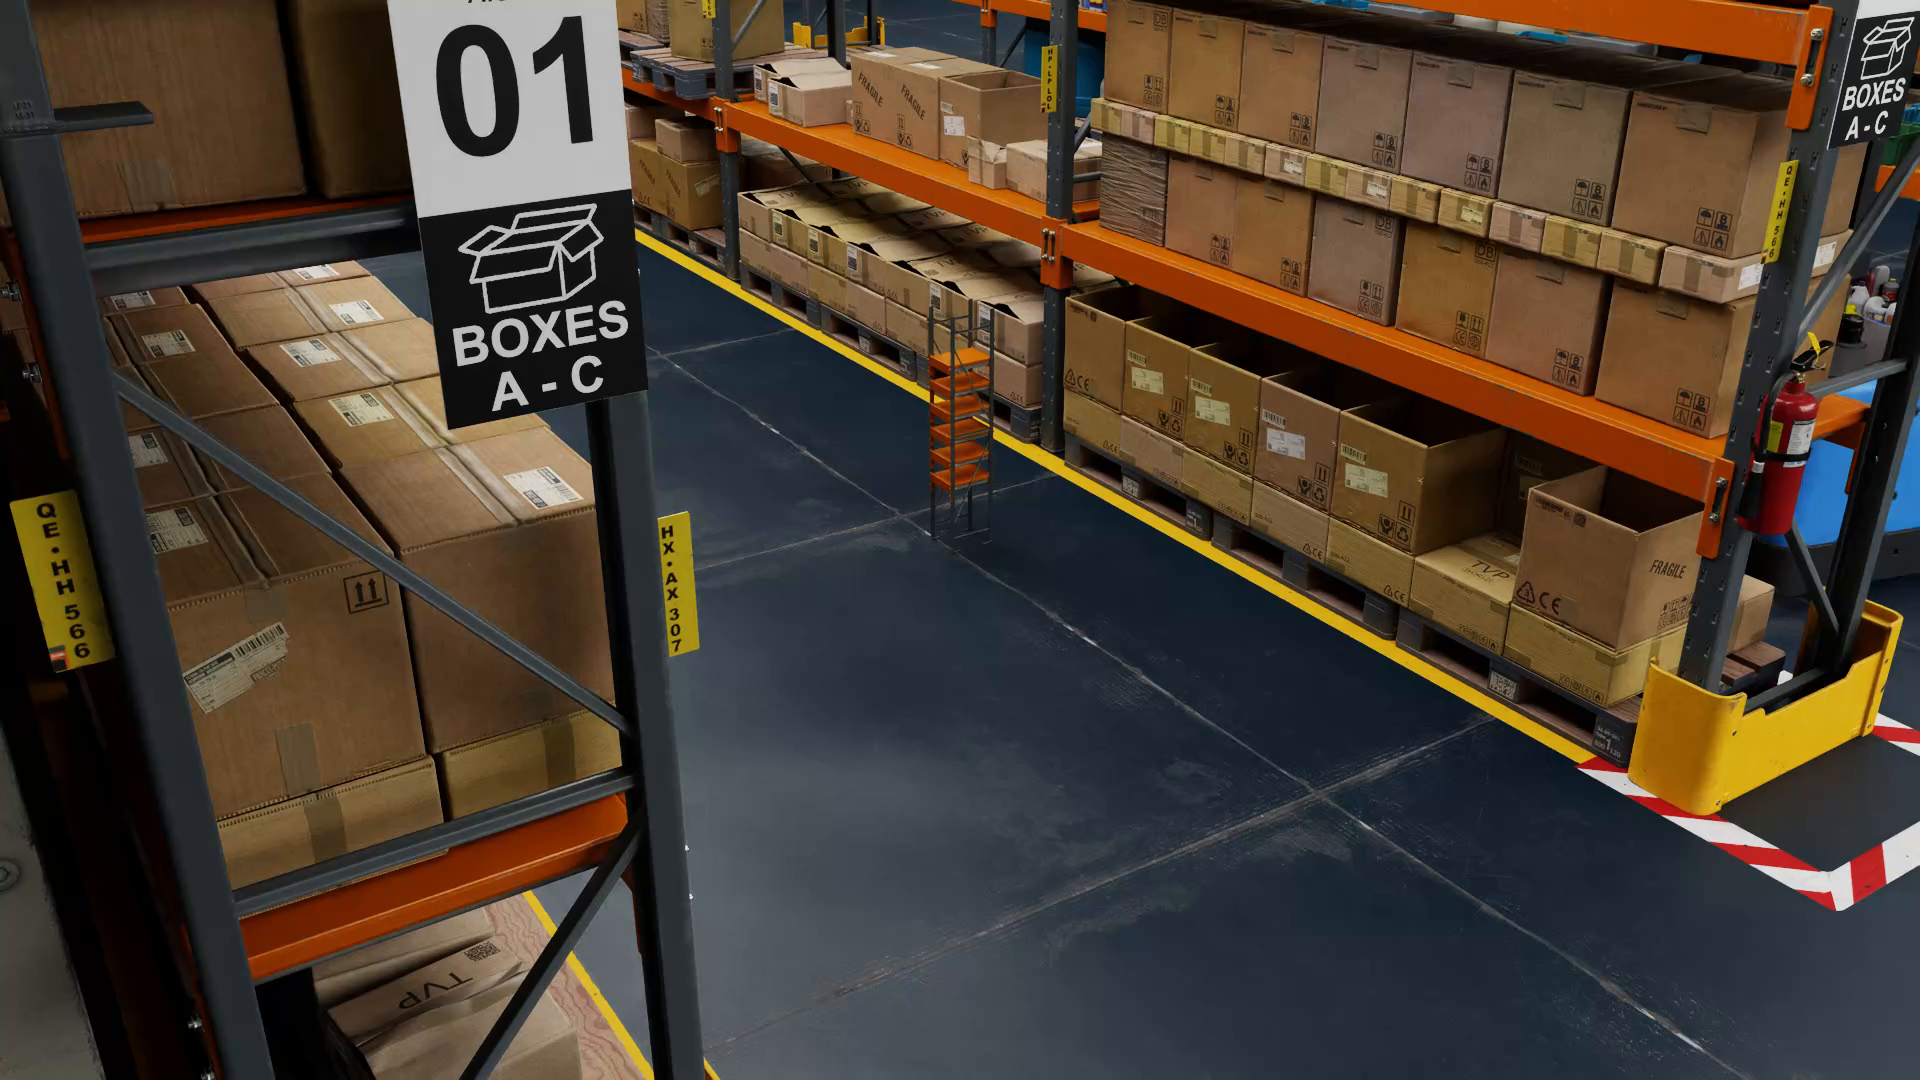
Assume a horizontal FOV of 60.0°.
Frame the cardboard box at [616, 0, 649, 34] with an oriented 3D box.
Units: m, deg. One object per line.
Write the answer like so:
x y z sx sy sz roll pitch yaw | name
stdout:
-2.448 -4.449 13.551 0.500 0.500 0.700 21 33 37 | cardboard box

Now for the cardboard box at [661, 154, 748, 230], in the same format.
-1.988 -2.749 12.972 0.500 0.500 0.500 -14 29 -28 | cardboard box

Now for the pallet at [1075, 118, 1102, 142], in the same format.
1.744 -4.001 16.477 1.003 0.211 1.213 -16 29 -30 | pallet

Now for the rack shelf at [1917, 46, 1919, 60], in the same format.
8.113 -4.667 15.465 1.077 0.370 4.000 -16 29 -30 | rack shelf

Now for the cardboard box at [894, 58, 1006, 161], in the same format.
-0.064 -2.661 10.256 0.500 0.500 0.500 -15 29 -29 | cardboard box

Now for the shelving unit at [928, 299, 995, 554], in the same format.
0.008 -0.537 7.983 0.258 1.200 0.189 -16 29 -30 | shelving unit

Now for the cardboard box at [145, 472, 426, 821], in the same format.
-1.497 0.217 3.549 0.500 0.500 0.500 -16 30 -30 | cardboard box

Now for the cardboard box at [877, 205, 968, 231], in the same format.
-0.226 -2.105 11.267 0.500 0.311 0.500 -16 30 -30 | cardboard box

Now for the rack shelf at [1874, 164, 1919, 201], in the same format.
6.147 -2.082 9.989 1.077 0.370 4.000 -16 29 -30 | rack shelf

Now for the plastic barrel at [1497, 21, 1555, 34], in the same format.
4.316 -3.840 12.711 0.433 0.535 0.433 0 25 0 | plastic barrel

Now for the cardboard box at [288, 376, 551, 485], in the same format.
-1.332 -0.083 4.187 0.500 0.500 0.500 -15 29 -29 | cardboard box

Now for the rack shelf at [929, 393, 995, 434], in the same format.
0.008 -0.606 7.951 0.258 0.103 0.180 -16 29 -30 | rack shelf

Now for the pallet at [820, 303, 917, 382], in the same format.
-0.202 -1.400 10.968 1.003 0.211 1.213 -16 29 -30 | pallet

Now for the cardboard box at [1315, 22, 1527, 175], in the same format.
1.972 -1.906 7.136 0.700 0.500 0.500 -16 29 -30 | cardboard box

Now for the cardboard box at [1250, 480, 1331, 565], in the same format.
1.717 -0.142 7.766 0.500 0.250 0.500 -16 29 -30 | cardboard box

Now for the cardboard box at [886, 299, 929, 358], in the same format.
-0.121 -1.361 10.348 0.500 0.250 0.500 -15 29 -28 | cardboard box

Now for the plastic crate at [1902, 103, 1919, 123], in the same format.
5.887 -2.723 10.678 0.499 0.251 0.616 -16 29 -30 | plastic crate

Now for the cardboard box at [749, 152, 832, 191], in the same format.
-1.290 -2.698 12.865 0.500 0.500 0.500 -14 29 -27 | cardboard box

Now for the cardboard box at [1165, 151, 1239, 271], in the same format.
1.444 -1.670 8.158 0.700 0.500 0.500 -16 30 -30 | cardboard box

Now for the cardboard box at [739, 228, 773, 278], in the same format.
-1.241 -2.091 11.895 0.500 0.250 0.500 -16 29 -30 | cardboard box

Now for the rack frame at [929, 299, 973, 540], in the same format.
-0.042 -0.570 8.052 0.240 1.200 0.006 -16 29 -30 | rack frame

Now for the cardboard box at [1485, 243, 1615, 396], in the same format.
2.552 -0.941 6.612 0.700 0.500 0.500 -15 29 -28 | cardboard box

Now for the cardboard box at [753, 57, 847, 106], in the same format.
-1.119 -3.220 11.661 0.500 0.311 0.500 -14 28 -26 | cardboard box

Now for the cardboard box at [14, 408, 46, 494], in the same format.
-2.879 -0.359 5.648 0.500 0.250 0.500 -17 30 -31 | cardboard box

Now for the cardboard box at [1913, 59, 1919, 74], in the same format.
11.489 -5.761 19.083 1.050 0.750 0.750 -16 30 -30 | cardboard box

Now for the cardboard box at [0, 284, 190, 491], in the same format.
-2.617 -0.512 5.095 0.500 0.500 0.500 -15 29 -28 | cardboard box

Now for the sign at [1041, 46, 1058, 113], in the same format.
0.453 -2.327 8.403 0.100 0.325 0.005 -16 29 -30 | sign

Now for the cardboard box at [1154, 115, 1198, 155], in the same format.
1.167 -1.985 8.065 0.380 0.149 0.250 -16 30 -31 | cardboard box

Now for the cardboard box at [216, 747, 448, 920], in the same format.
-1.480 0.554 3.716 0.500 0.250 0.500 -15 29 -29 | cardboard box

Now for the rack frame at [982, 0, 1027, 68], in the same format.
0.688 -5.984 17.412 1.000 3.000 0.127 -16 29 -30 | rack frame

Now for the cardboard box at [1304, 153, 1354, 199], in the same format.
1.736 -1.614 7.278 0.380 0.149 0.250 -16 30 -30 | cardboard box

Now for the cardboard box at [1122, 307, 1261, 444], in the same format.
1.173 -0.839 8.365 0.500 0.500 0.500 -16 29 -30 | cardboard box

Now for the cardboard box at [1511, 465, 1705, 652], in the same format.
2.544 0.053 6.474 0.500 0.500 0.500 -16 29 -30 | cardboard box

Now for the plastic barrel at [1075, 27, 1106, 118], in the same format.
1.357 -4.773 16.813 0.600 0.901 0.708 -16 29 -30 | plastic barrel

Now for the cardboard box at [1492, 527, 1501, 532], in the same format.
2.431 -0.086 7.647 0.500 0.250 0.500 -16 29 -30 | cardboard box

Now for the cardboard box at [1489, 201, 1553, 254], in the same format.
2.299 -1.245 6.496 0.380 0.149 0.250 -15 29 -29 | cardboard box

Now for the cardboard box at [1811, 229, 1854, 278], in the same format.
3.053 -1.068 6.122 0.380 0.149 0.250 -16 30 -30 | cardboard box

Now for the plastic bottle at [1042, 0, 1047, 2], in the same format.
0.861 -5.493 16.522 0.097 0.271 0.097 0 25 0 | plastic bottle

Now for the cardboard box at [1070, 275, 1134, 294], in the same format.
0.886 -1.376 9.722 0.500 0.311 0.500 -15 29 -29 | cardboard box

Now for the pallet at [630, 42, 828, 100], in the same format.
-1.710 -3.540 12.459 1.213 0.211 1.003 -16 29 -30 | pallet

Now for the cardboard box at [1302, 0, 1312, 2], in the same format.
4.544 -6.622 20.761 0.875 0.875 0.875 -16 29 -30 | cardboard box

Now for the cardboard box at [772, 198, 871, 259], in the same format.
-0.947 -2.159 11.381 0.500 0.311 0.500 -16 30 -31 | cardboard box

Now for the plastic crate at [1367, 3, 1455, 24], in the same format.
3.497 -3.933 12.992 0.402 0.464 0.583 -16 29 -30 | plastic crate

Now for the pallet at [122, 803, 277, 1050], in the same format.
-2.179 1.116 5.639 1.003 0.211 1.213 -16 29 -30 | pallet

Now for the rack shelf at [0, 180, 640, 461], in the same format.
-2.154 -1.130 4.458 1.077 0.370 4.000 -16 29 -30 | rack shelf

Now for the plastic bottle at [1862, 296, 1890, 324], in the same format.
5.678 -1.360 10.292 0.152 0.276 0.135 -16 30 -31 | plastic bottle

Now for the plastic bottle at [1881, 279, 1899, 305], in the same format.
6.102 -1.614 10.917 0.097 0.201 0.097 0 25 0 | plastic bottle

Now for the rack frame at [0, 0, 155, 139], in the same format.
-1.062 -2.096 2.149 1.000 3.000 0.127 -16 29 -30 | rack frame

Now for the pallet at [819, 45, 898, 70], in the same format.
-1.078 -5.850 20.394 1.003 0.211 1.213 -16 29 -30 | pallet

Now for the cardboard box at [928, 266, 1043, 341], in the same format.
0.152 -1.432 9.842 0.500 0.311 0.500 -15 29 -28 | cardboard box

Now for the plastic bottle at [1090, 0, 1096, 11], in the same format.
1.294 -5.209 15.922 0.097 0.271 0.097 0 25 0 | plastic bottle

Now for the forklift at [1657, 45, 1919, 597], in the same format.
3.667 -1.672 8.359 1.130 2.935 3.031 -8 27 -17 | forklift

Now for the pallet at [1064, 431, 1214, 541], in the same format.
1.302 -0.414 8.880 1.003 0.211 1.213 -16 29 -30 | pallet
